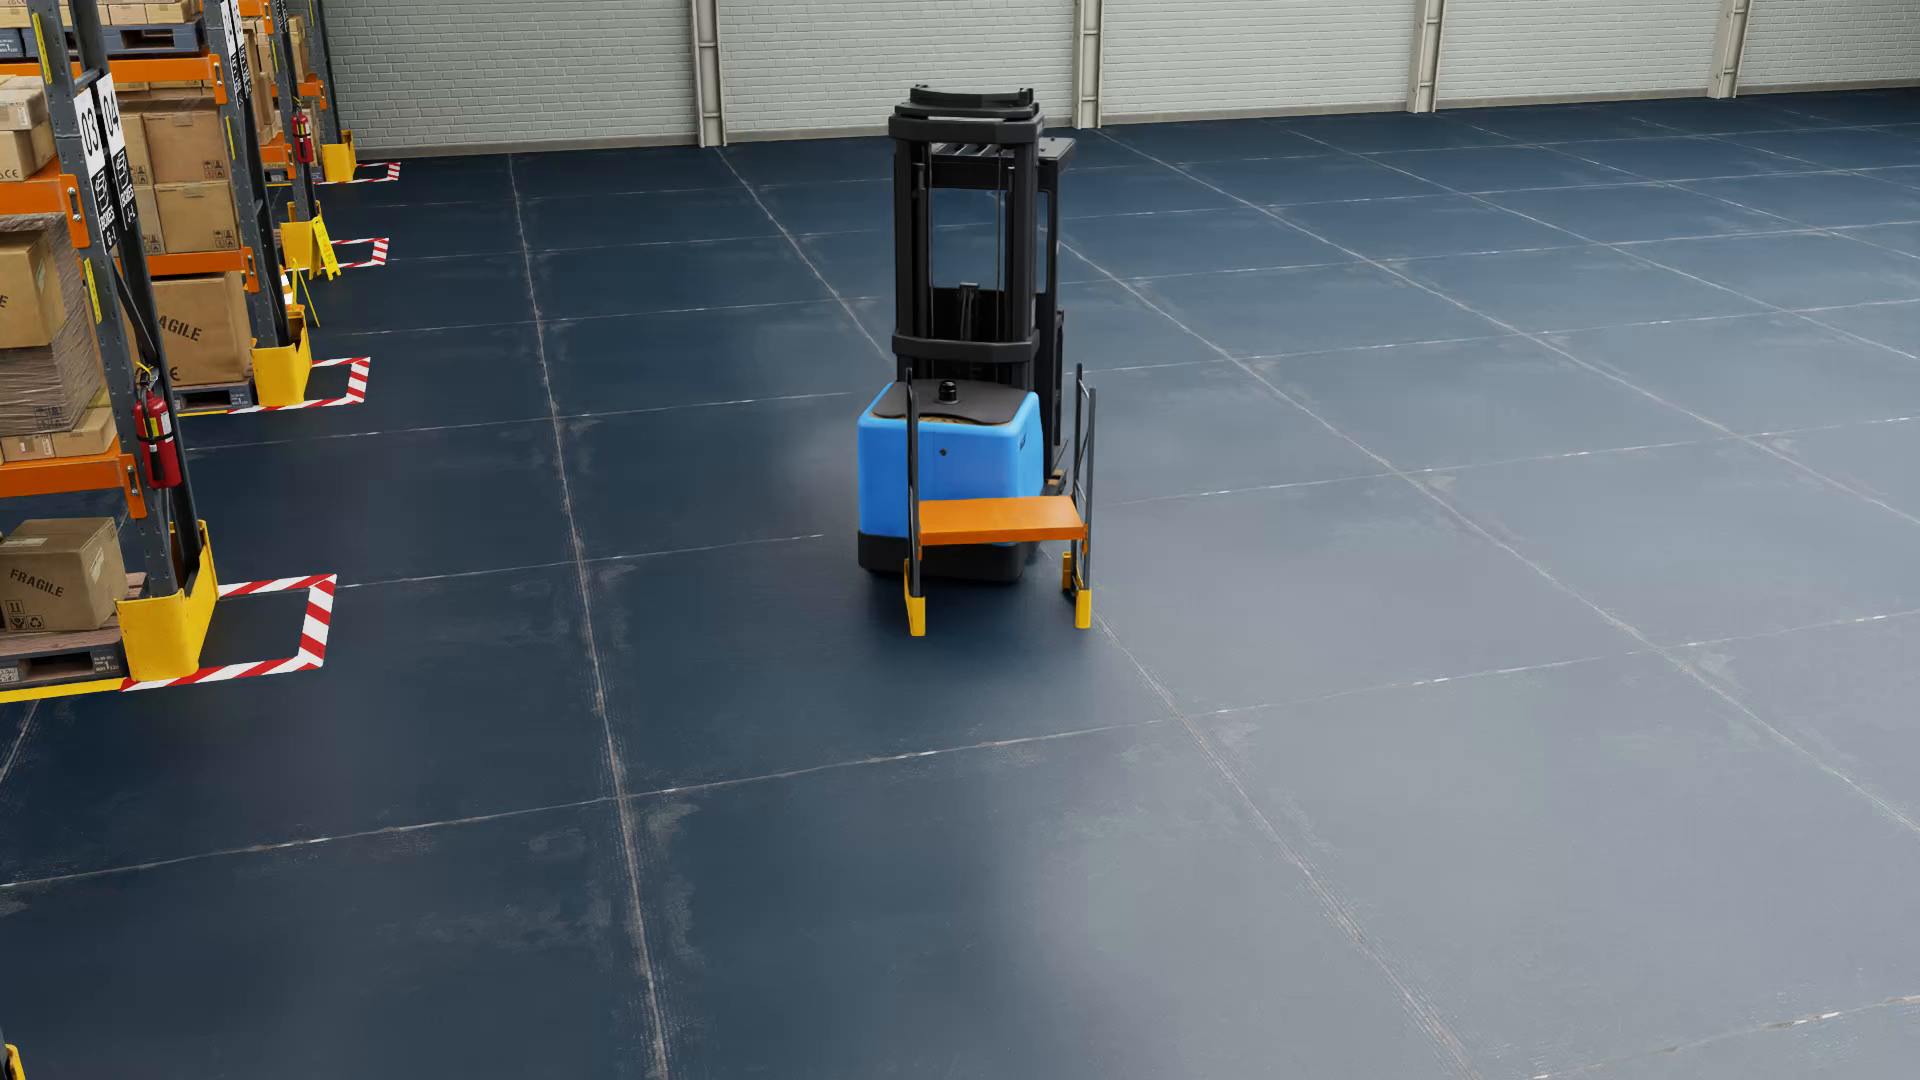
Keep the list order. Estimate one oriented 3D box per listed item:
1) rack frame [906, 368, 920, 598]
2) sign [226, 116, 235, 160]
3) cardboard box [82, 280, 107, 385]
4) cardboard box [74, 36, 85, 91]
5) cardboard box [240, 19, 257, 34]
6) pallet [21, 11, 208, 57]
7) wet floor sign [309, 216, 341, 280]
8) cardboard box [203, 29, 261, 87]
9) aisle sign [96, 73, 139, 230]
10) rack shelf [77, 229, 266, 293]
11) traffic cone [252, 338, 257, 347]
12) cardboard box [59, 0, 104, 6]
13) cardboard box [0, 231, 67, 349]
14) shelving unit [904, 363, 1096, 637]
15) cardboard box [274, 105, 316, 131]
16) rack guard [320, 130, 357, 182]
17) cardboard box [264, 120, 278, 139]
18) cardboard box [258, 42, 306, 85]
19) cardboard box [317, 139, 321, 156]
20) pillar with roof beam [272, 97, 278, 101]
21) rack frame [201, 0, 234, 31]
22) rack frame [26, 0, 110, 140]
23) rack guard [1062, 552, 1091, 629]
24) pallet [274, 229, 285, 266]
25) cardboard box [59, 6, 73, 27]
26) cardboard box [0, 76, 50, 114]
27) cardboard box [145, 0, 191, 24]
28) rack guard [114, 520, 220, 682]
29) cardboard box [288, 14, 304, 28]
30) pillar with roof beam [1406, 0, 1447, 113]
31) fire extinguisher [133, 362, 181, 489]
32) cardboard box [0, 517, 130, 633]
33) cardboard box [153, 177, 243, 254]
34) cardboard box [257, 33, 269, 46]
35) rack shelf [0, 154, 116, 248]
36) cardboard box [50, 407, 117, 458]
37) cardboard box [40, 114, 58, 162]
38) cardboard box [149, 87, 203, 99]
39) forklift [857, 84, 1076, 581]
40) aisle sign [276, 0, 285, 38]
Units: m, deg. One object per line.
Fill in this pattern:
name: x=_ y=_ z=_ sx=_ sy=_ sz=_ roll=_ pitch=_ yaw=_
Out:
rack frame: x=-0.279 y=-0.230 z=9.883 sx=0.032 sy=1.500 sz=0.500 roll=-2 pitch=23 yaw=-5
sign: x=-5.705 y=-3.145 z=13.007 sx=0.005 sy=0.325 sz=0.100 roll=-6 pitch=24 yaw=-14
cardboard box: x=-7.319 y=-1.736 z=13.655 sx=0.875 sy=0.875 sz=0.875 roll=-7 pitch=24 yaw=-15
cardboard box: x=-9.175 y=-4.940 z=17.187 sx=0.500 sy=0.500 sz=0.700 roll=-6 pitch=24 yaw=-15
cardboard box: x=-9.378 y=-6.751 z=21.852 sx=0.250 sy=0.149 sz=0.380 roll=-6 pitch=24 yaw=-13
pallet: x=-6.549 y=-3.966 z=12.998 sx=1.213 sy=0.211 sz=1.003 roll=-6 pitch=24 yaw=-14
wet floor sign: x=-6.800 y=-3.112 z=17.685 sx=0.232 sy=0.644 sz=0.267 roll=2 pitch=23 yaw=4
cardboard box: x=-7.705 y=-5.085 z=17.525 sx=0.500 sy=0.500 sz=0.700 roll=-7 pitch=24 yaw=-16
aisle sign: x=-4.617 y=-2.133 z=9.120 sx=0.004 sy=0.787 sz=0.394 roll=-6 pitch=24 yaw=-14
rack shelf: x=-7.763 y=-2.168 z=13.411 sx=4.000 sy=0.370 sz=1.077 roll=-6 pitch=24 yaw=-14
traffic cone: x=-6.733 y=-2.028 z=15.390 sx=0.334 sy=0.463 sz=0.336 roll=-6 pitch=24 yaw=-14
cardboard box: x=-6.715 y=-4.186 z=12.550 sx=0.500 sy=0.250 sz=0.500 roll=-6 pitch=24 yaw=-14
cardboard box: x=-5.058 y=-1.307 z=8.721 sx=0.500 sy=0.500 sz=0.500 roll=-6 pitch=24 yaw=-14
shelving unit: x=0.218 y=-0.249 z=9.929 sx=1.083 sy=1.500 sz=0.587 roll=-2 pitch=23 yaw=-5
cardboard box: x=-8.976 y=-5.686 z=22.383 sx=0.500 sy=0.250 sz=0.500 roll=-5 pitch=24 yaw=-13
rack guard: x=-8.593 y=-5.318 z=23.010 sx=0.348 sy=0.500 sz=1.175 roll=-6 pitch=24 yaw=-14
cardboard box: x=-7.655 y=-4.507 z=18.269 sx=0.250 sy=0.149 sz=0.380 roll=-6 pitch=24 yaw=-14
cardboard box: x=-9.019 y=-6.358 z=22.137 sx=0.500 sy=0.500 sz=0.500 roll=-7 pitch=24 yaw=-16
cardboard box: x=-9.142 y=-5.416 z=23.022 sx=0.500 sy=0.250 sz=0.500 roll=-6 pitch=24 yaw=-14
pillar with roof beam: x=-8.368 y=-7.855 z=18.144 sx=0.400 sy=9.000 sz=9.100 roll=-6 pitch=24 yaw=-14
rack frame: x=-5.838 y=-5.469 z=12.582 sx=0.127 sy=3.000 sz=1.000 roll=-6 pitch=24 yaw=-14
rack frame: x=-4.595 y=-3.575 z=8.169 sx=0.127 sy=3.000 sz=1.000 roll=-6 pitch=24 yaw=-14
rack guard: x=0.714 y=0.305 z=10.222 sx=0.087 sy=0.250 sz=0.587 roll=-2 pitch=23 yaw=-5
pallet: x=-8.137 y=-3.217 z=18.481 sx=1.213 sy=0.211 sz=1.003 roll=-6 pitch=24 yaw=-14
cardboard box: x=-6.800 y=-3.969 z=12.550 sx=0.250 sy=0.149 sz=0.380 roll=-6 pitch=24 yaw=-14
cardboard box: x=-4.923 y=-2.369 z=8.847 sx=0.250 sy=0.149 sz=0.380 roll=-6 pitch=24 yaw=-15
cardboard box: x=-6.066 y=-4.049 z=12.739 sx=0.250 sy=0.149 sz=0.380 roll=-6 pitch=24 yaw=-14
rack guard: x=-4.668 y=0.339 z=9.826 sx=0.348 sy=0.500 sz=1.175 roll=-6 pitch=24 yaw=-14
cardboard box: x=-8.998 y=-6.990 z=22.411 sx=0.250 sy=0.149 sz=0.380 roll=-7 pitch=24 yaw=-15
pillar with roof beam: x=8.963 y=-9.772 z=22.612 sx=0.400 sy=9.000 sz=9.100 roll=-6 pitch=24 yaw=-14
fire extinguisher: x=-4.361 y=-0.619 z=8.988 sx=0.183 sy=0.674 sz=0.296 roll=-6 pitch=24 yaw=-14
cardboard box: x=-5.201 y=0.198 z=9.622 sx=0.500 sy=0.500 sz=0.500 roll=-2 pitch=23 yaw=-5
cardboard box: x=-6.183 y=-2.724 z=13.604 sx=0.550 sy=0.550 sz=0.875 roll=-6 pitch=24 yaw=-14
cardboard box: x=-9.113 y=-6.626 z=21.940 sx=0.250 sy=0.149 sz=0.380 roll=-6 pitch=24 yaw=-14
rack shelf: x=-6.521 y=-1.653 z=8.406 sx=4.000 sy=0.370 sz=1.077 roll=-6 pitch=24 yaw=-14
cardboard box: x=-4.814 y=-0.594 z=9.148 sx=0.250 sy=0.149 sz=0.380 roll=-6 pitch=24 yaw=-14
cardboard box: x=-5.129 y=-2.174 z=8.899 sx=0.500 sy=0.250 sz=0.500 roll=-6 pitch=24 yaw=-13
cardboard box: x=-8.204 y=-4.549 z=17.543 sx=0.500 sy=0.500 sz=0.500 roll=-6 pitch=24 yaw=-14
forklift: x=0.163 y=-1.639 z=11.352 sx=1.130 sy=2.935 sz=3.031 roll=5 pitch=24 yaw=11
aisle sign: x=-7.134 y=-5.671 z=17.366 sx=0.004 sy=0.787 sz=0.394 roll=-6 pitch=24 yaw=-14
